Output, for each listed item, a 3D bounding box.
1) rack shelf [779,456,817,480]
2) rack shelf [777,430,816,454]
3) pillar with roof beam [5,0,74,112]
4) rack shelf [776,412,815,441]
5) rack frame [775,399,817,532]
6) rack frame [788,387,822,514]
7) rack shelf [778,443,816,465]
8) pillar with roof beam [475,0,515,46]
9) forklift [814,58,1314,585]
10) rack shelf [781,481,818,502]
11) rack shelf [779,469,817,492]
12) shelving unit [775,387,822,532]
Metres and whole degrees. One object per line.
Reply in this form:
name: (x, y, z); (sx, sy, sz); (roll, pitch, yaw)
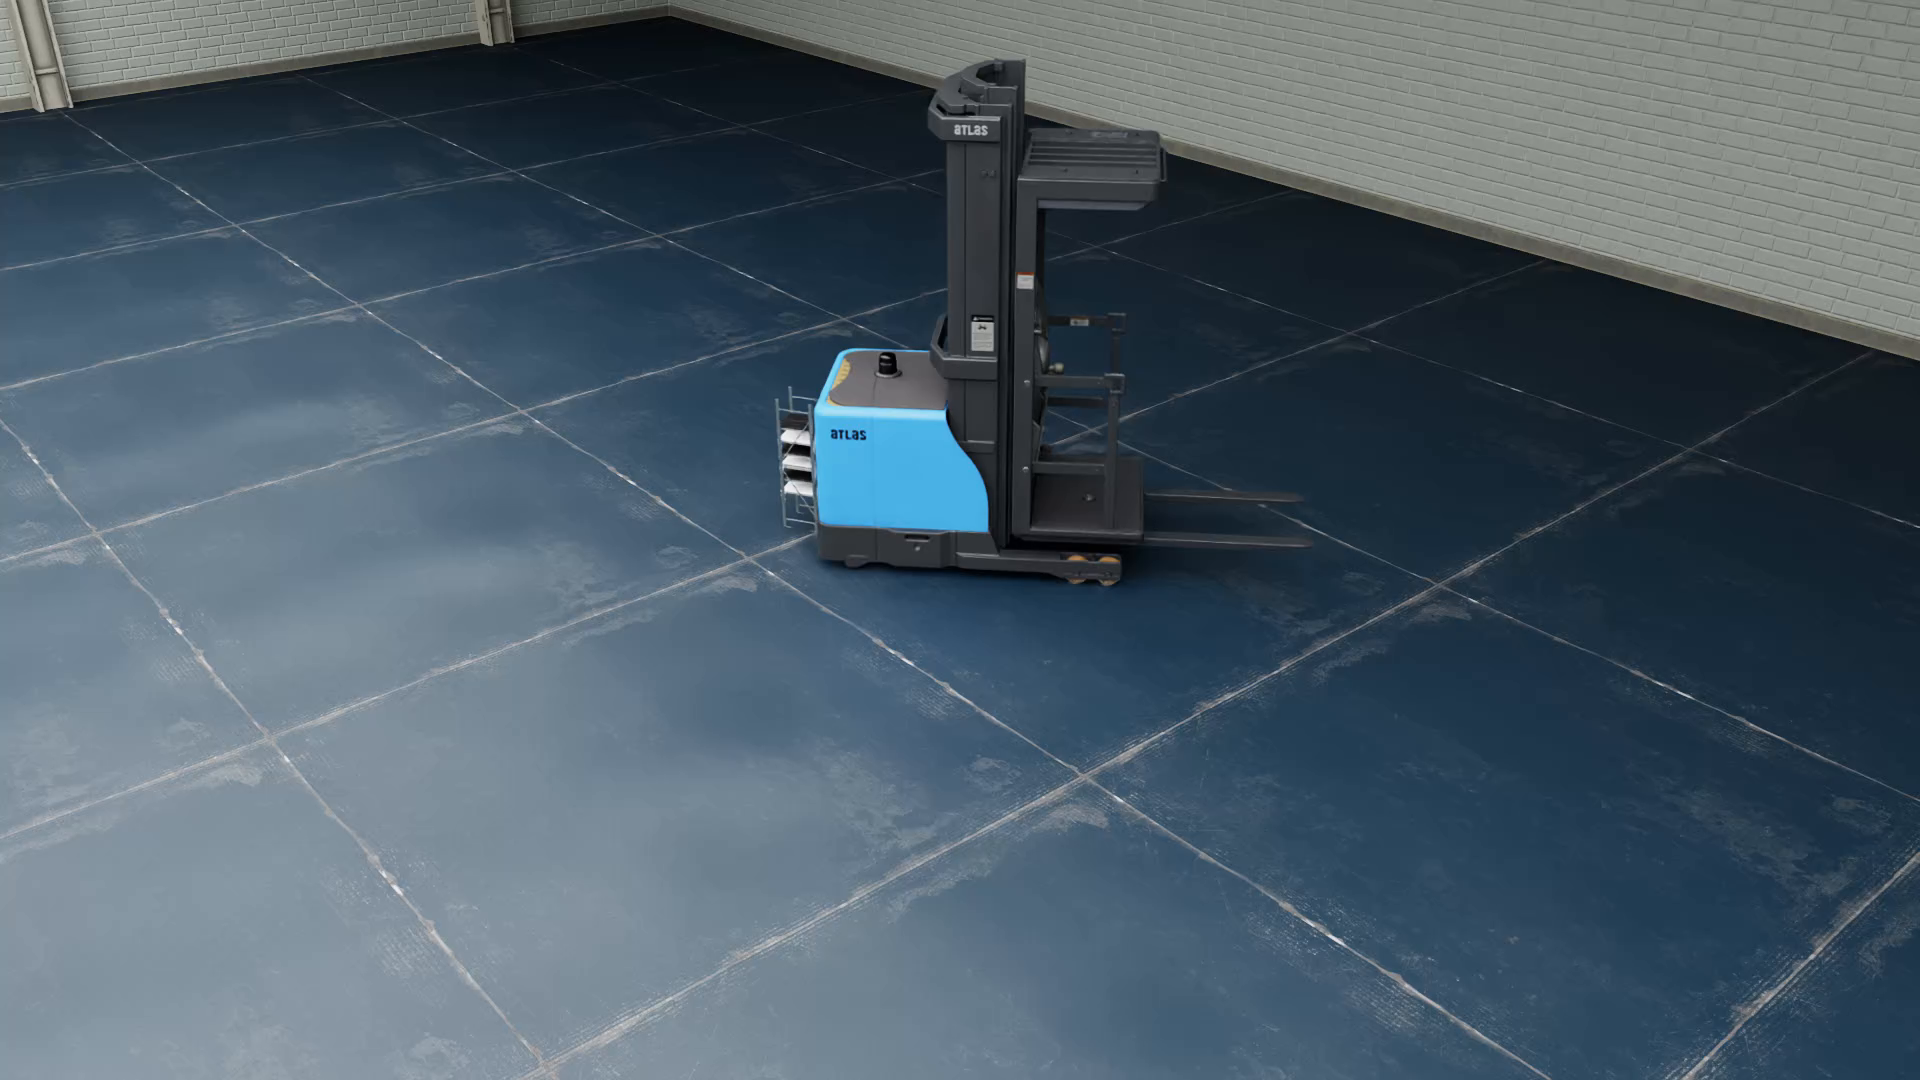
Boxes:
rack shelf: (-0.998, -0.479, 10.617); (0.258, 0.077, 0.200); (9, 30, 16)
rack shelf: (-0.999, -0.637, 10.530); (0.258, 0.077, 0.200); (9, 30, 16)
pillar with roof beam: (-8.473, -7.803, 15.661); (0.400, 9.000, 9.100); (-22, 35, -35)
rack shelf: (-1.000, -0.715, 10.486); (0.258, 0.077, 0.200); (9, 30, 16)
rack frame: (-1.030, -0.461, 10.516); (0.240, 0.900, 0.006); (9, 30, 16)
rack frame: (-0.966, -0.555, 10.685); (0.240, 0.900, 0.006); (9, 30, 16)
rack shelf: (-0.998, -0.558, 10.573); (0.258, 0.077, 0.200); (9, 30, 16)
pillar with roof beam: (-3.909, -9.638, 19.096); (0.400, 9.000, 9.100); (-22, 35, -35)
forklift: (0.670, -1.285, 9.904); (3.031, 2.935, 1.130); (3, 28, 5)
rack shelf: (-0.997, -0.322, 10.704); (0.258, 0.077, 0.200); (9, 30, 16)
rack shelf: (-0.997, -0.401, 10.660); (0.258, 0.077, 0.200); (9, 30, 16)
shelving unit: (-0.998, -0.508, 10.601); (0.258, 0.900, 0.210); (9, 30, 16)
